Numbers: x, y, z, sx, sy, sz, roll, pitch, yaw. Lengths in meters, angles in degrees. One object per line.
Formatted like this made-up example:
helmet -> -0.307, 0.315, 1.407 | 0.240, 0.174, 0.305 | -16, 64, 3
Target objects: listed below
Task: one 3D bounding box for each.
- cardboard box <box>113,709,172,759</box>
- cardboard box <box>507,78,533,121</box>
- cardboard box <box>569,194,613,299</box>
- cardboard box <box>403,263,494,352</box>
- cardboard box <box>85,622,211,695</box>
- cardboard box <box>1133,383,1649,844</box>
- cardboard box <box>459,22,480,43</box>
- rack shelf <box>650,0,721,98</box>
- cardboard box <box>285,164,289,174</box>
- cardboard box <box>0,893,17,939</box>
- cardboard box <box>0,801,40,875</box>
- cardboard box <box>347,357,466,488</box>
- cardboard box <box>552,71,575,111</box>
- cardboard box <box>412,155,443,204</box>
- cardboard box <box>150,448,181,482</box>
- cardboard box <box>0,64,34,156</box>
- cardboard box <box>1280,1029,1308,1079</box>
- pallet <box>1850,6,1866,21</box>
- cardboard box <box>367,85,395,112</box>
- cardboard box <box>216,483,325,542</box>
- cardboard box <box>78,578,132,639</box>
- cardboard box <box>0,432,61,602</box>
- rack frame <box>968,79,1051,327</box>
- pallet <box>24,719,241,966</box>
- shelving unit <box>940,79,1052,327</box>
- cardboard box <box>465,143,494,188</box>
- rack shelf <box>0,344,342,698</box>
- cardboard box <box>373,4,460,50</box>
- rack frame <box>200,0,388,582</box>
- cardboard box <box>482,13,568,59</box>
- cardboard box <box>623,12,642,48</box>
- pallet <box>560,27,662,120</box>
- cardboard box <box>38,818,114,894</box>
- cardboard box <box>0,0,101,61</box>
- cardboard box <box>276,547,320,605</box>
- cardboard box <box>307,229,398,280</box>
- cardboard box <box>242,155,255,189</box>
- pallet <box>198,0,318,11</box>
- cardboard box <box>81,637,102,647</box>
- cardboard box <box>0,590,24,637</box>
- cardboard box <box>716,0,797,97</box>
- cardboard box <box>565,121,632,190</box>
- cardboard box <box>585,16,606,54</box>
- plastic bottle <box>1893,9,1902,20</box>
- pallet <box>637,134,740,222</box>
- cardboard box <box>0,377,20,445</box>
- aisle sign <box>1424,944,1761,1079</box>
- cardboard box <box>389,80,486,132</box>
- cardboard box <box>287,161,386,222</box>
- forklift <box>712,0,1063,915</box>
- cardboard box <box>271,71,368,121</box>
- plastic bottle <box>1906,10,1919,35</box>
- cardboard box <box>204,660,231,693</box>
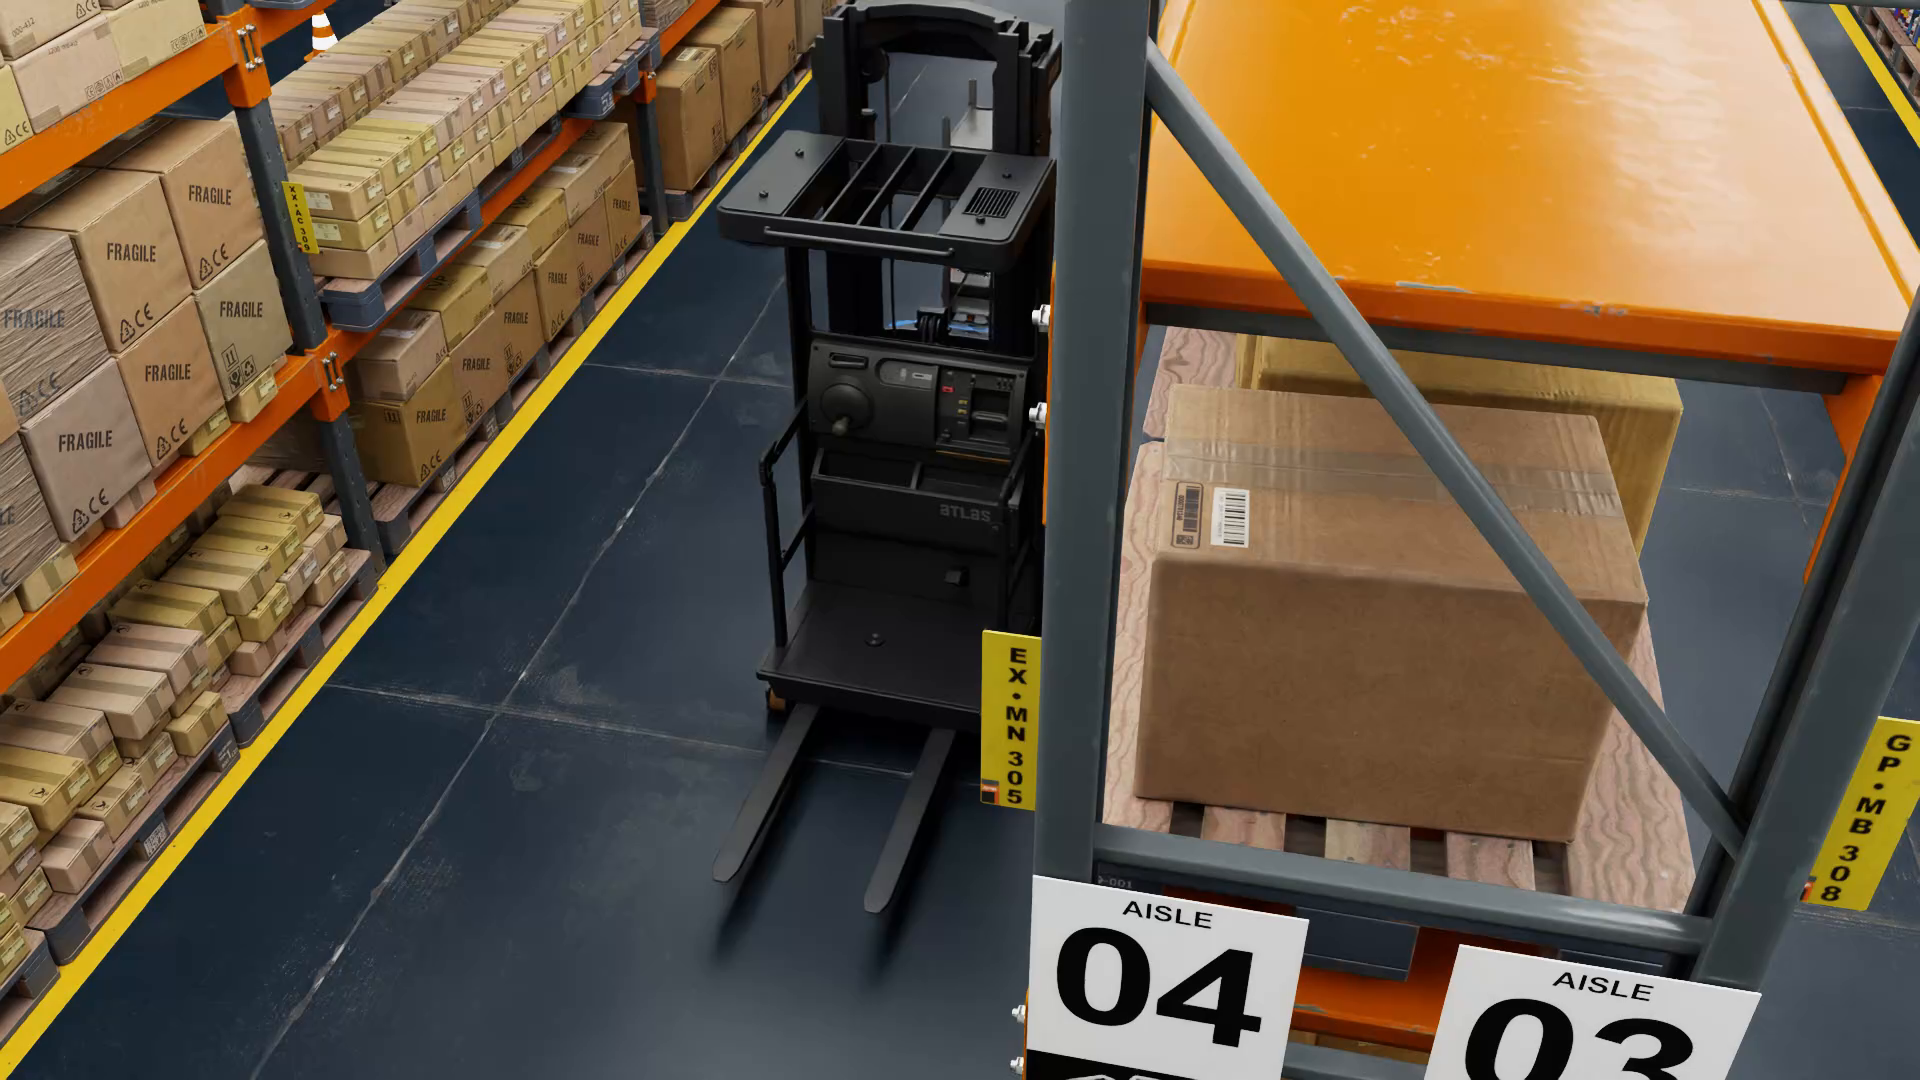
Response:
cardboard box -> -3.467, 0.734, 6.770 | 0.380, 0.149, 0.250 | 6, 36, 8
cardboard box -> -2.497, -2.348, 8.806 | 0.380, 0.149, 0.250 | 7, 36, 9
cardboard box -> -2.508, -1.838, 10.272 | 0.500, 0.500, 0.500 | 9, 37, 12
cardboard box -> -2.835, -1.252, 8.824 | 0.500, 0.250, 0.500 | 8, 37, 11
cardboard box -> -3.346, 0.487, 6.857 | 0.380, 0.149, 0.250 | 6, 36, 8
cardboard box -> 0.666, 0.108, 2.730 | 0.700, 0.500, 0.500 | 5, 36, 7
cardboard box -> -2.971, -2.870, 9.527 | 0.380, 0.149, 0.250 | 7, 37, 10
rack shelf -> -2.081, -4.243, 12.431 | 1.077, 0.370, 4.000 | 7, 37, 10
cardboard box -> -3.416, -1.687, 7.894 | 0.380, 0.149, 0.250 | 8, 37, 10
cardboard box -> -3.614, 1.360, 5.906 | 0.380, 0.149, 0.250 | 8, 37, 11
cardboard box -> -3.612, 1.073, 6.048 | 0.380, 0.149, 0.250 | 9, 37, 12
cardboard box -> -2.946, -0.642, 8.623 | 0.500, 0.500, 0.500 | 9, 37, 12
cardboard box -> -2.387, -2.529, 9.309 | 0.380, 0.149, 0.250 | 6, 36, 8
cardboard box -> -2.721, -1.748, 7.979 | 0.380, 0.149, 0.250 | 8, 37, 11
cardboard box -> -3.381, -0.353, 6.665 | 0.380, 0.149, 0.250 | 6, 36, 9
cardboard box -> -3.430, -1.357, 5.408 | 0.500, 0.250, 0.500 | 7, 37, 9
cardboard box -> 0.454, 1.203, 3.539 | 0.500, 0.500, 0.500 | 8, 37, 11
pallet -> 8.714, -5.030, 15.280 | 1.003, 0.211, 1.213 | 7, 37, 10
cardboard box -> -3.193, -2.292, 8.729 | 0.380, 0.149, 0.250 | 7, 37, 10
cardboard box -> -3.184, -0.114, 7.686 | 0.380, 0.149, 0.250 | 8, 37, 11
cardboard box -> -3.795, 0.275, 7.149 | 0.380, 0.149, 0.250 | 6, 36, 9
cardboard box -> -3.542, -0.067, 5.718 | 0.500, 0.500, 0.500 | 6, 36, 9
rack frame -> 0.239, -1.336, 8.574 | 0.400, 2.100, 0.015 | 9, 37, 12
pallet -> -3.730, 1.126, 6.787 | 1.003, 0.211, 1.213 | 7, 37, 10
shelving unit -> 0.176, -1.197, 8.383 | 0.431, 2.100, 0.503 | 9, 37, 12
cardboard box -> -2.610, -1.923, 8.473 | 0.380, 0.149, 0.250 | 6, 36, 8
rack shelf -> -3.790, 0.344, 6.103 | 1.077, 0.370, 4.000 | 7, 37, 10
cardboard box -> -3.021, -2.854, 9.252 | 0.380, 0.149, 0.250 | 9, 37, 12
rack frame -> -3.363, -1.094, 7.474 | 1.000, 3.000, 0.127 | 7, 37, 10
cardboard box -> -2.388, -2.773, 9.140 | 0.380, 0.149, 0.250 | 7, 37, 10
cardboard box -> -2.165, -3.115, 10.119 | 0.380, 0.149, 0.250 | 8, 37, 11
pallet -> -2.556, -2.888, 10.112 | 1.213, 0.211, 1.003 | 7, 37, 10
cardboard box -> -3.509, 1.197, 6.384 | 0.380, 0.149, 0.250 | 6, 36, 8
cardboard box -> -3.335, -1.857, 5.672 | 0.500, 0.250, 0.500 | 6, 36, 8
cardboard box -> -3.165, 0.147, 7.579 | 0.380, 0.149, 0.250 | 6, 36, 8
cardboard box -> -2.829, -1.331, 7.656 | 0.380, 0.149, 0.250 | 6, 36, 8
cardboard box -> -3.468, -1.658, 7.601 | 0.380, 0.149, 0.250 | 9, 37, 12
pallet -> -3.127, -2.573, 7.118 | 1.213, 0.211, 1.003 | 7, 37, 10
cardboard box -> -3.796, 0.392, 7.241 | 0.380, 0.149, 0.250 | 6, 36, 8
cardboard box -> -3.544, 0.255, 5.826 | 0.380, 0.149, 0.250 | 9, 37, 12
cardboard box -> -1.908, -4.020, 13.070 | 1.050, 0.750, 0.750 | 7, 37, 10
cardboard box -> -2.398, -2.424, 10.442 | 0.500, 0.250, 0.500 | 6, 36, 9
cardboard box -> -2.278, -2.931, 9.611 | 0.380, 0.149, 0.250 | 8, 37, 11
plastic bottle -> 8.105, -4.624, 14.283 | 0.061, 0.283, 0.133 | 8, 37, 11
pallet -> -2.266, -2.701, 12.067 | 1.003, 0.211, 1.213 | 7, 37, 10
cardboard box -> -3.522, -0.469, 5.420 | 0.500, 0.500, 0.500 | 6, 36, 8
aisle sign -> 0.885, 0.905, 2.500 | 0.394, 0.787, 0.004 | 7, 37, 10
cardboard box -> -2.609, -2.168, 8.305 | 0.380, 0.149, 0.250 | 7, 37, 10
cardboard box -> -2.829, -1.572, 7.482 | 0.380, 0.149, 0.250 | 9, 37, 12
forklift -> -0.235, -0.517, 6.736 | 1.130, 2.935, 3.031 | 9, 37, 12
cardboard box -> -3.242, -2.251, 8.419 | 0.380, 0.149, 0.250 | 6, 36, 8
plastic bottle -> 8.033, -4.376, 13.952 | 0.097, 0.271, 0.097 | 0, 36, 0
cardboard box -> -3.419, 0.592, 7.219 | 0.380, 0.149, 0.250 | 6, 36, 9
